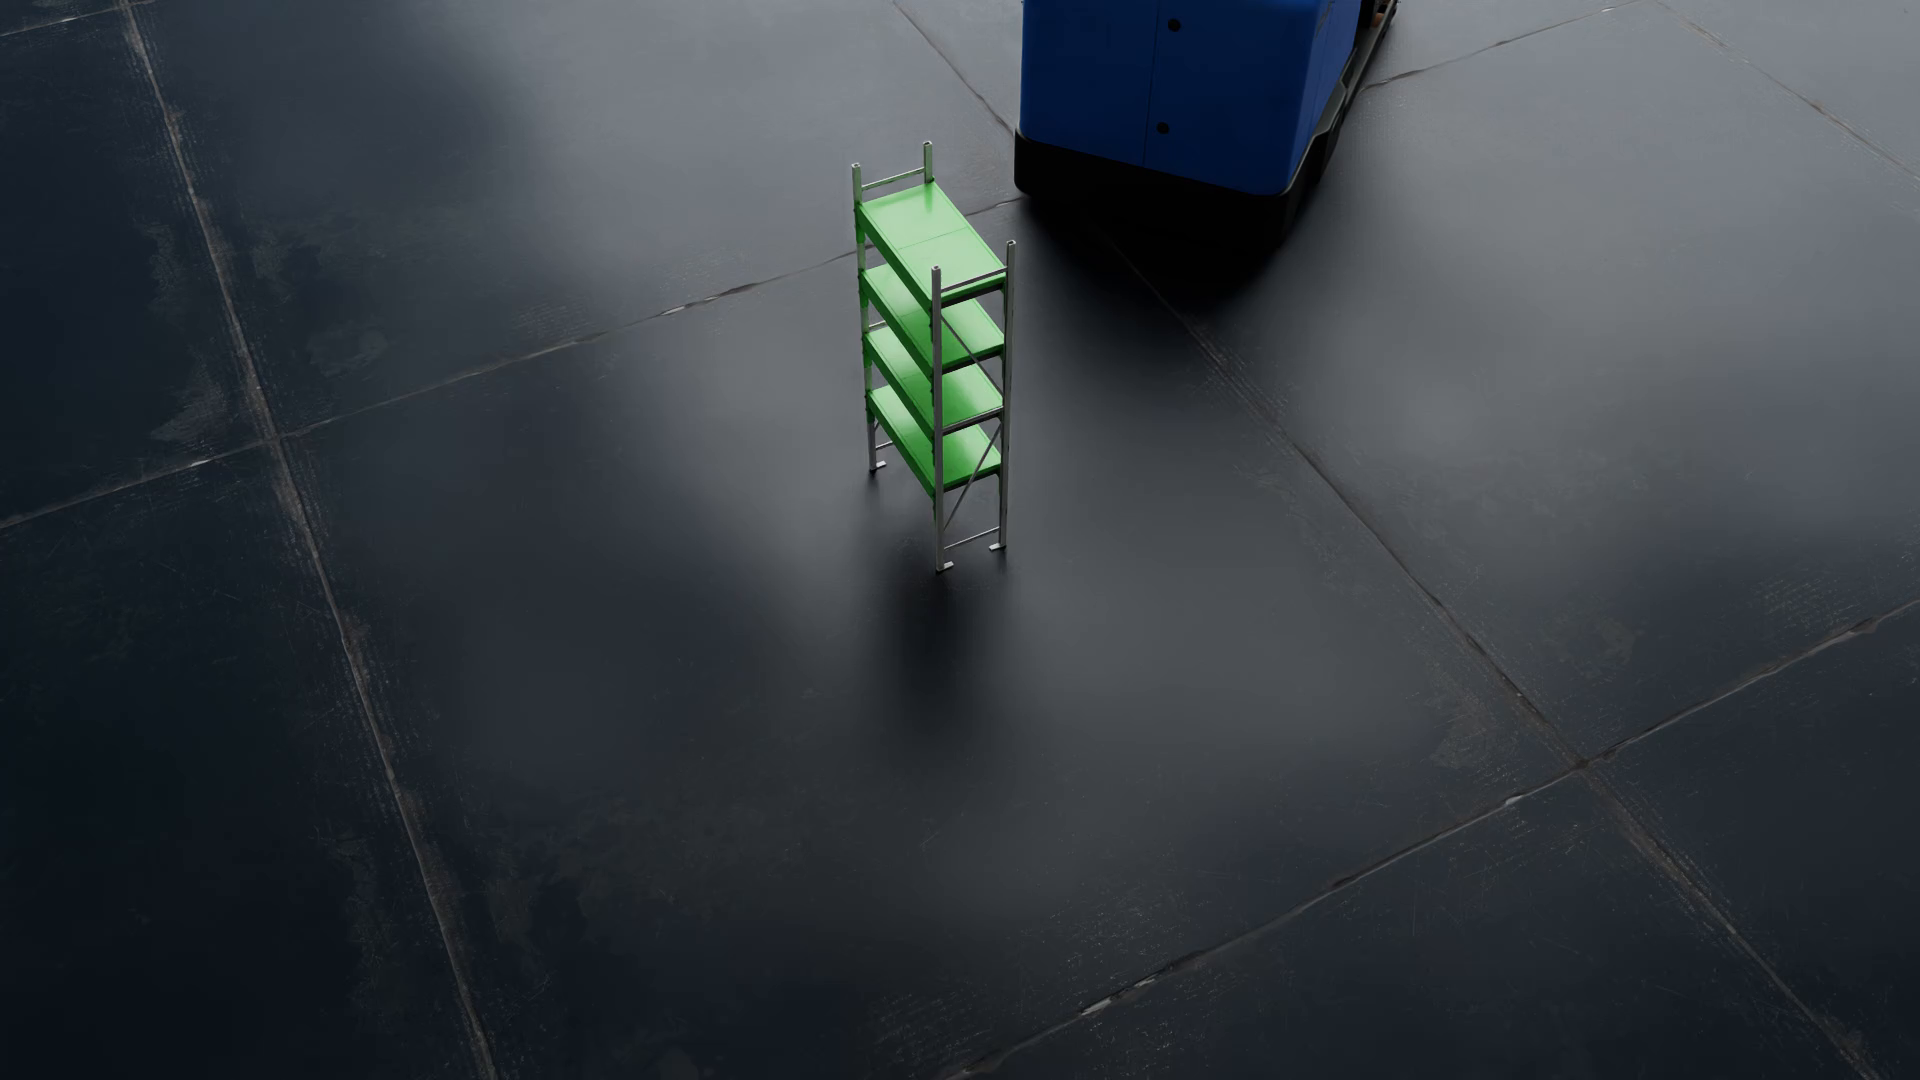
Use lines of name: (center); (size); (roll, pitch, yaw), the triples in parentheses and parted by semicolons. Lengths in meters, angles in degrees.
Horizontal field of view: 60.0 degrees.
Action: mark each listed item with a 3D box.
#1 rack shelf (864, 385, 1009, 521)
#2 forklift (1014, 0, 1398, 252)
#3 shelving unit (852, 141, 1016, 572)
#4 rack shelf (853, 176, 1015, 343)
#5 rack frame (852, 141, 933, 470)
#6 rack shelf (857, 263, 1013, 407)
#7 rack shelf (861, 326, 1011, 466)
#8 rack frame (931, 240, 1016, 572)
rack shelf: (-0.076, -0.306, 5.124); (0.258, 0.148, 0.480); (-21, 52, -18)
forklift: (1.242, -3.149, 6.057); (1.130, 2.935, 3.031); (17, 51, 15)
shelving unit: (-0.076, -0.506, 4.895); (0.258, 1.200, 0.503); (-21, 52, -18)
rack shelf: (-0.076, -0.780, 4.582); (0.258, 0.148, 0.480); (-21, 52, -18)
rack frame: (-0.187, -0.669, 5.038); (0.240, 1.200, 0.015); (-21, 52, -18)
rack shelf: (-0.076, -0.622, 4.763); (0.258, 0.148, 0.480); (-21, 52, -18)
rack shelf: (-0.076, -0.464, 4.943); (0.258, 0.148, 0.480); (-21, 52, -18)
rack frame: (0.036, -0.342, 4.752); (0.240, 1.200, 0.015); (-21, 52, -18)
